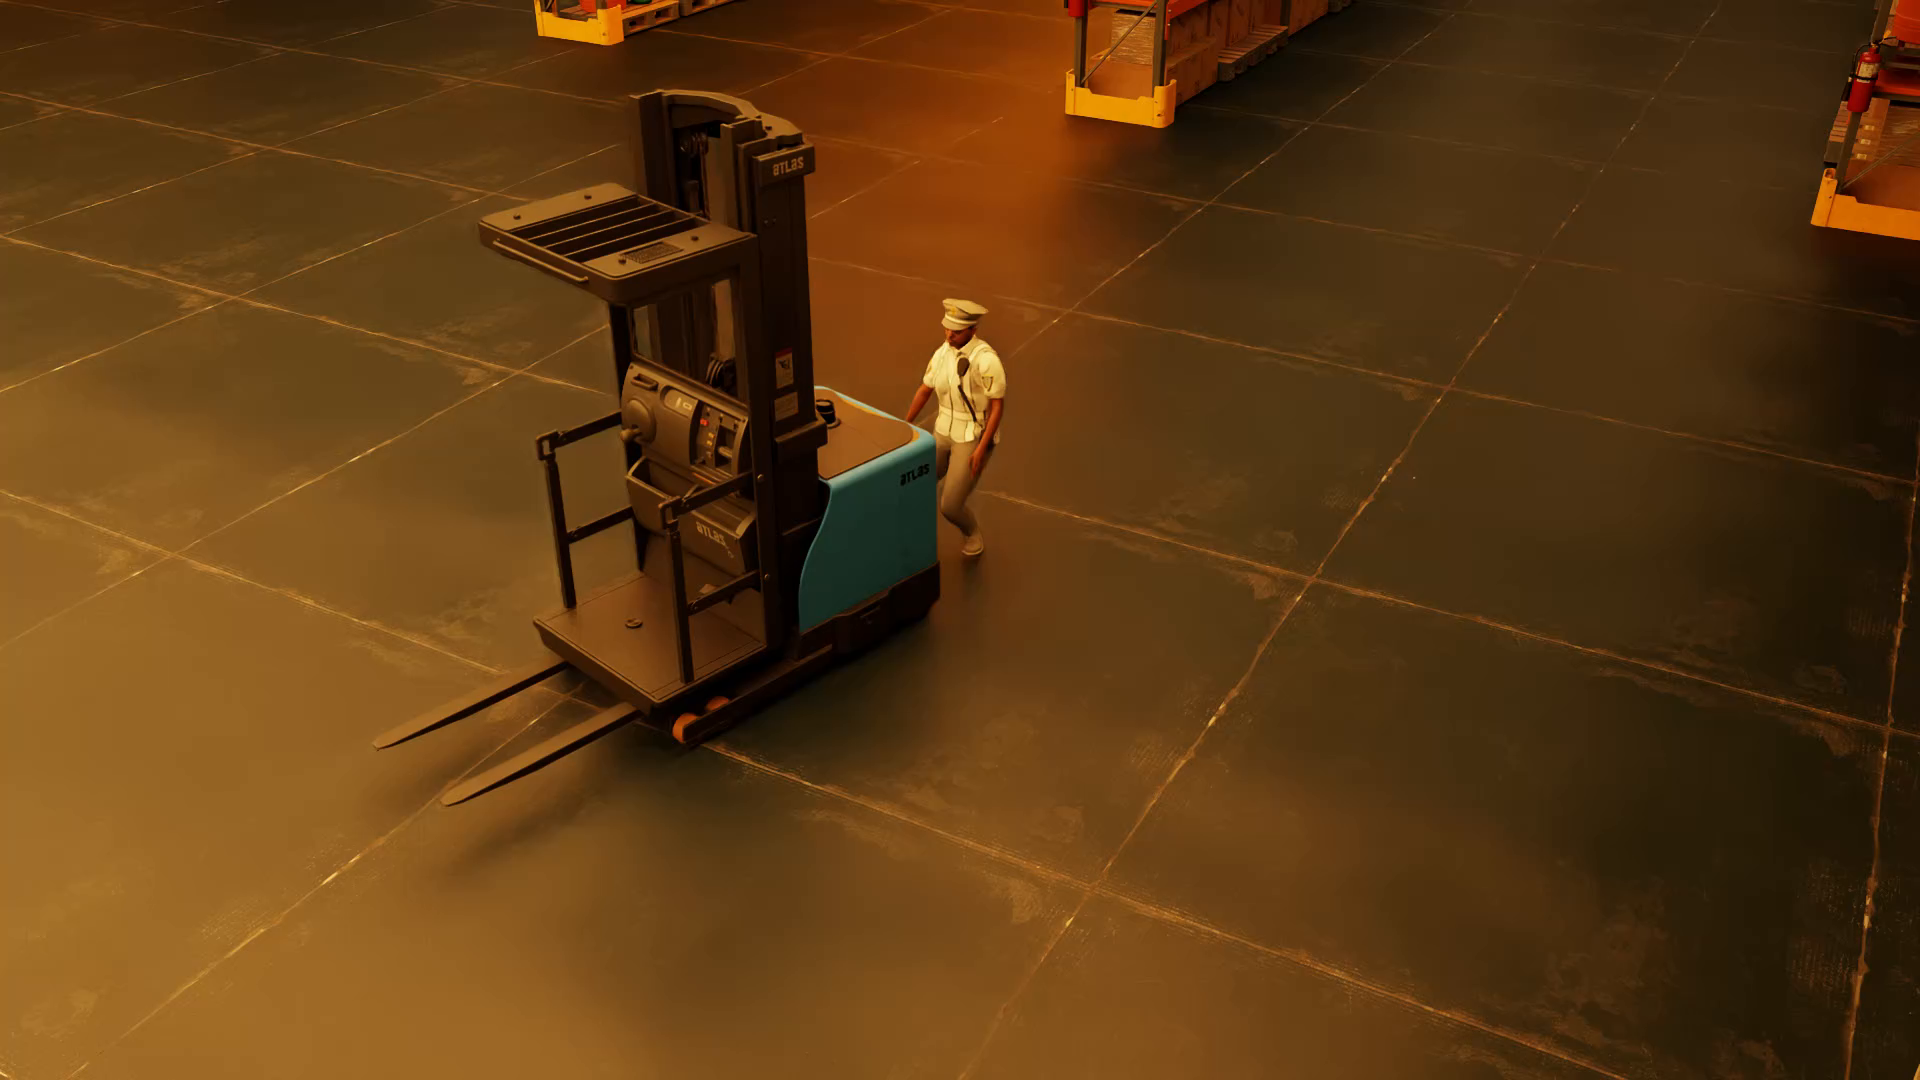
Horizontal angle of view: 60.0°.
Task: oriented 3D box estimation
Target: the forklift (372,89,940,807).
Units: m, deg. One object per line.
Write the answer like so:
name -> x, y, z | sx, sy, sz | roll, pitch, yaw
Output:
forklift -> -1.497, -0.539, 8.004 | 1.130, 2.935, 3.031 | 26, 39, 37

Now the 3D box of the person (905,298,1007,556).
person -> -0.115, -0.563, 9.369 | 0.669, 1.604, 0.630 | -25, 38, -36
